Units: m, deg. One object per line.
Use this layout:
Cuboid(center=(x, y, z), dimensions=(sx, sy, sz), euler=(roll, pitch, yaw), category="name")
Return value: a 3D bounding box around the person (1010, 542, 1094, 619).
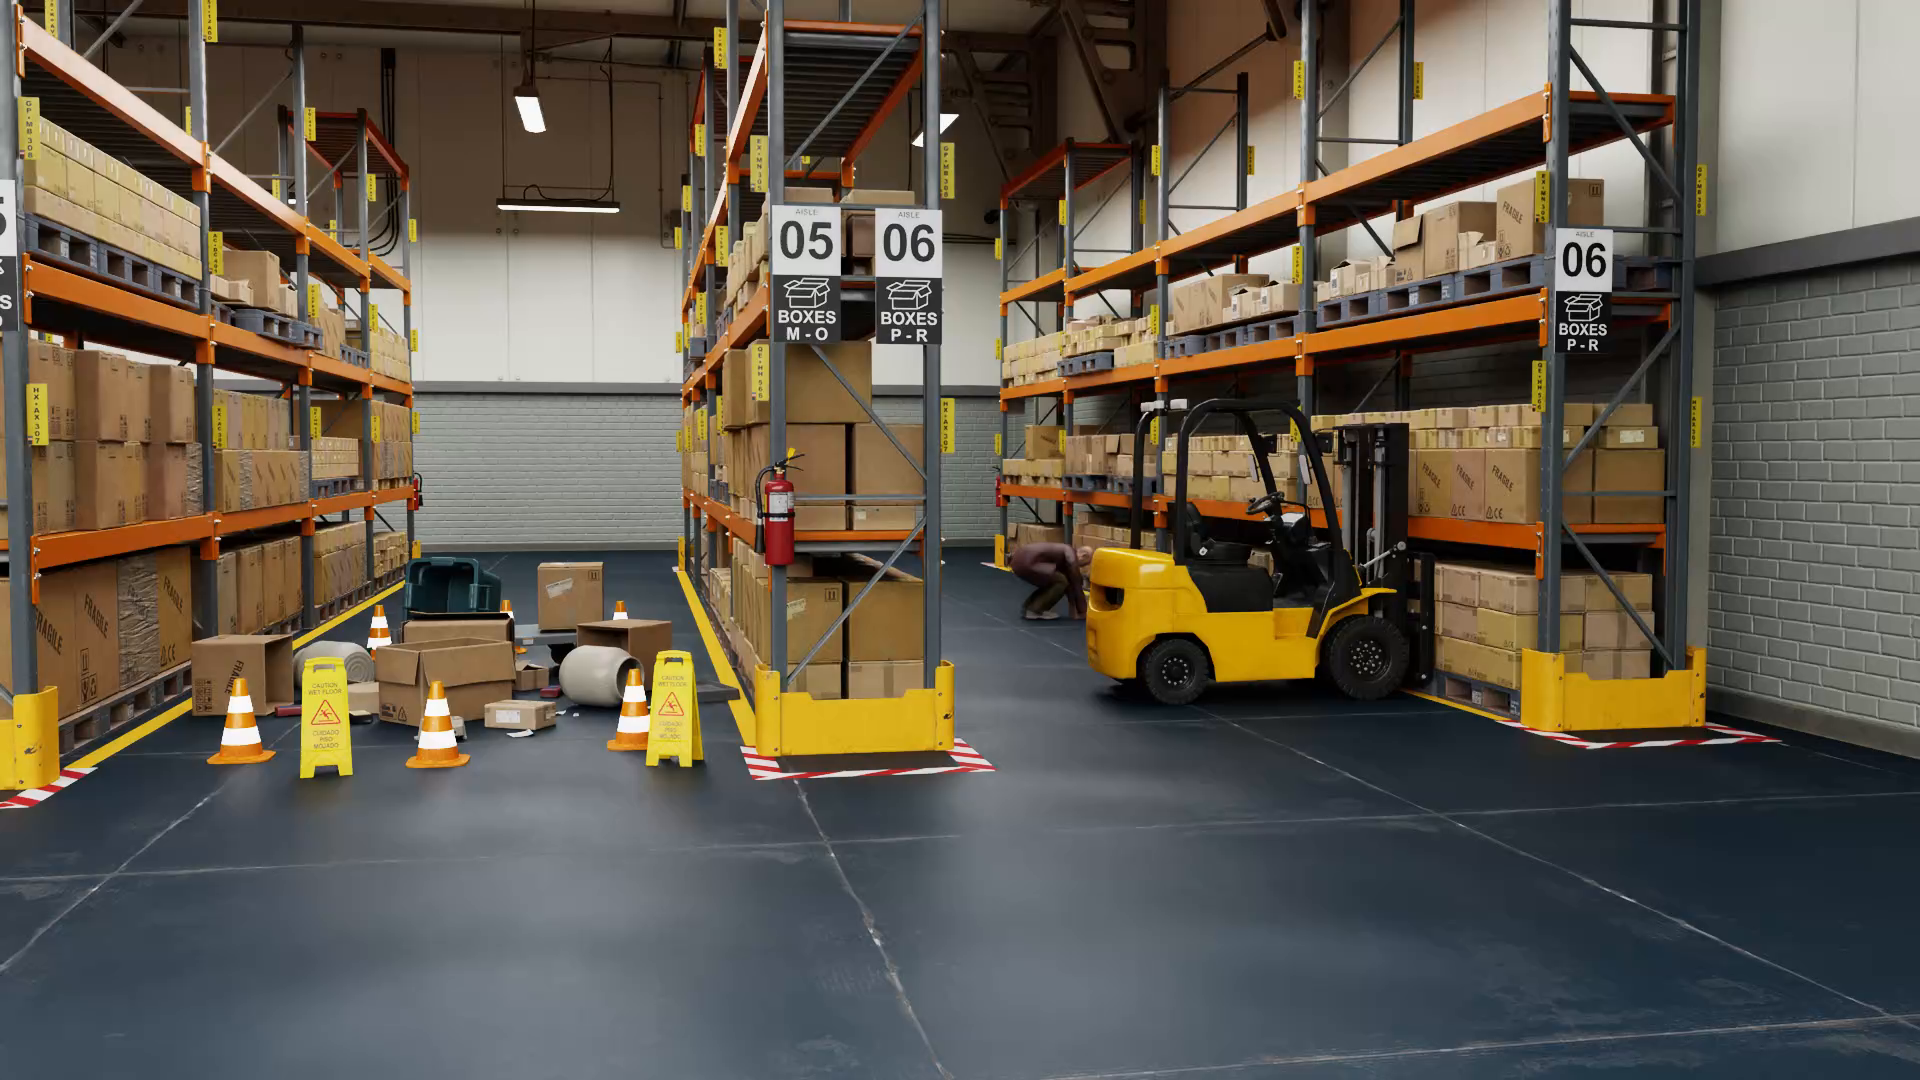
Cuboid(center=(1.006, 0.444, 17.949), dimensions=(0.951, 0.844, 0.584), euler=(-1, 3, -13), category="person")
